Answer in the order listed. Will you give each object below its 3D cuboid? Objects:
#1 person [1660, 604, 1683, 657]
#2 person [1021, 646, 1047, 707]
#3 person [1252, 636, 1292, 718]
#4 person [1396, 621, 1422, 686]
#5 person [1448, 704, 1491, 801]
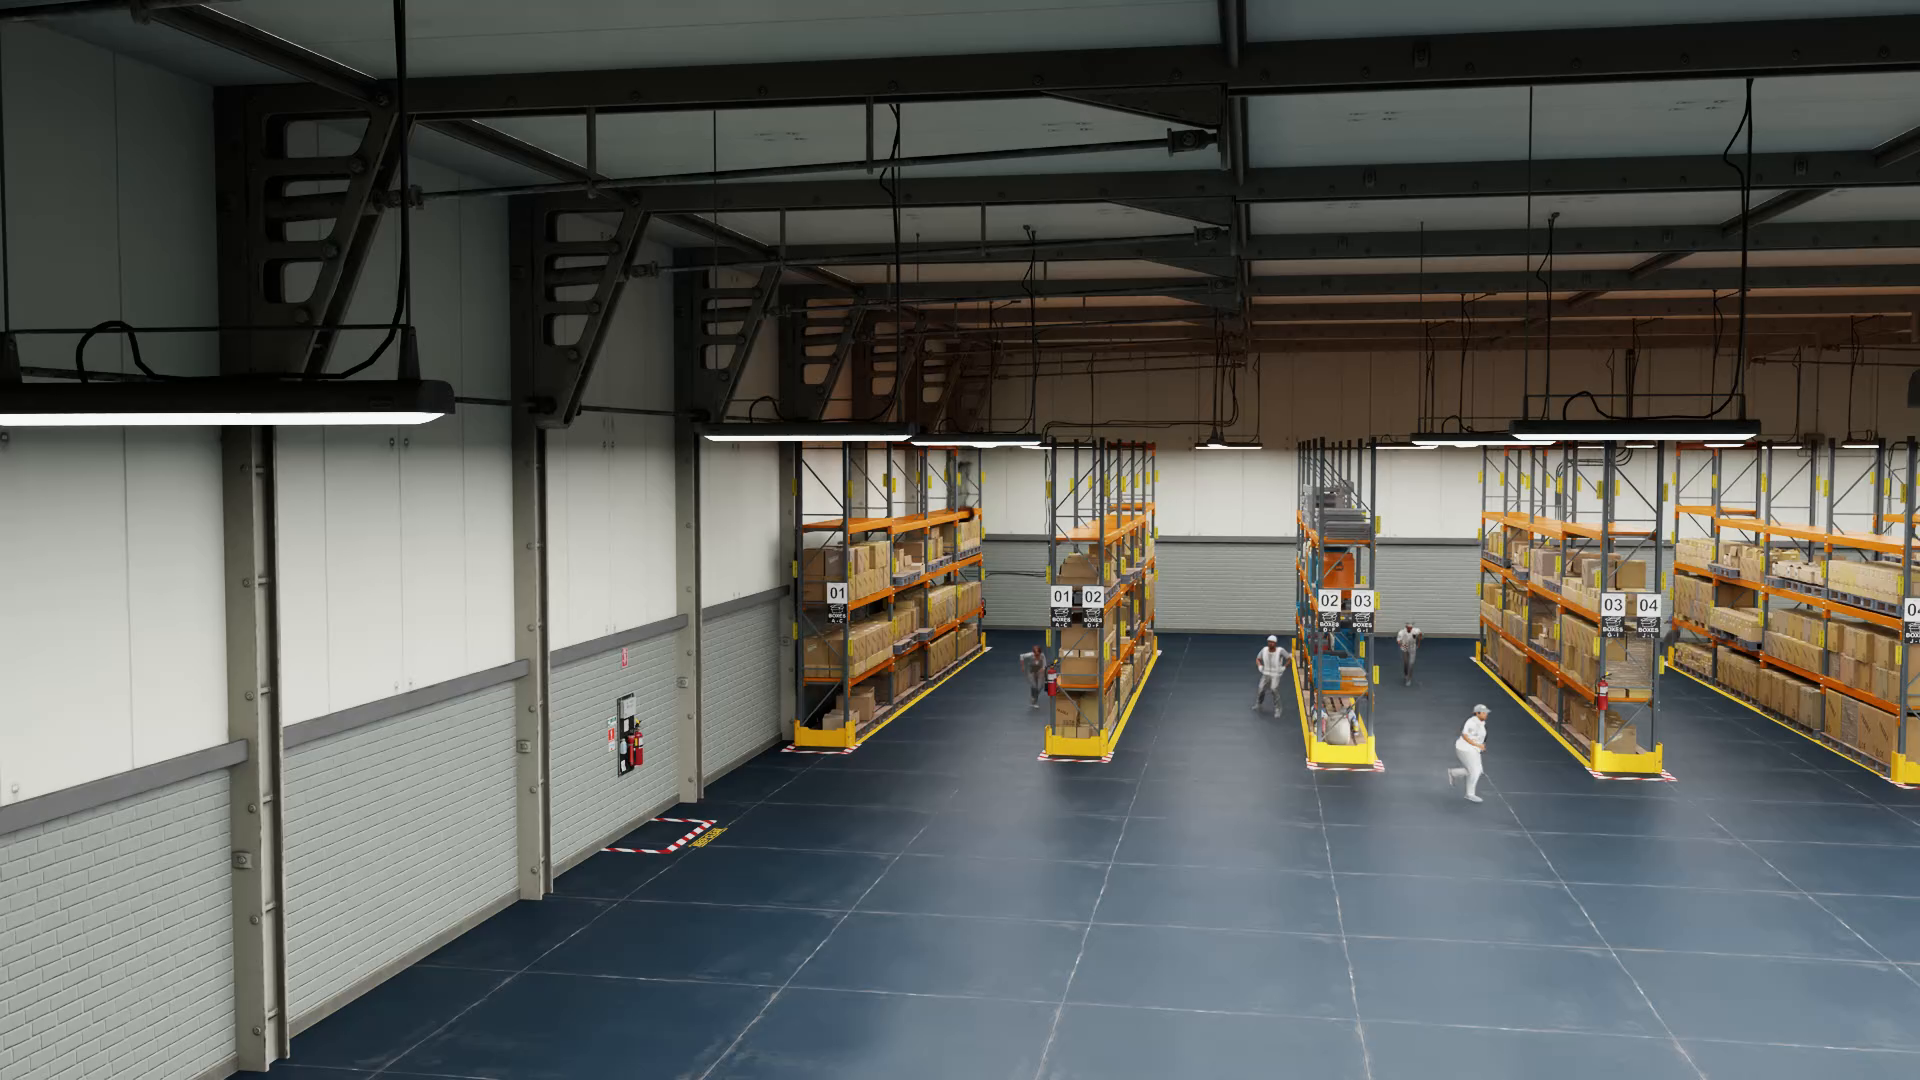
[{"bbox_3d":[19.704,2.476,45.913,0.855,1.638,0.646,2,4,32],"label":"person"},{"bbox_3d":[1.639,3.042,37.079,0.567,1.430,0.829,0,3,-5],"label":"person"},{"bbox_3d":[6.744,2.949,36.166,0.906,1.772,0.739,2,3,28],"label":"person"},{"bbox_3d":[11.093,2.781,41.138,0.615,1.627,0.984,0,3,8],"label":"person"},{"bbox_3d":[8.377,3.489,27.376,0.740,1.612,0.571,3,4,44],"label":"person"}]
